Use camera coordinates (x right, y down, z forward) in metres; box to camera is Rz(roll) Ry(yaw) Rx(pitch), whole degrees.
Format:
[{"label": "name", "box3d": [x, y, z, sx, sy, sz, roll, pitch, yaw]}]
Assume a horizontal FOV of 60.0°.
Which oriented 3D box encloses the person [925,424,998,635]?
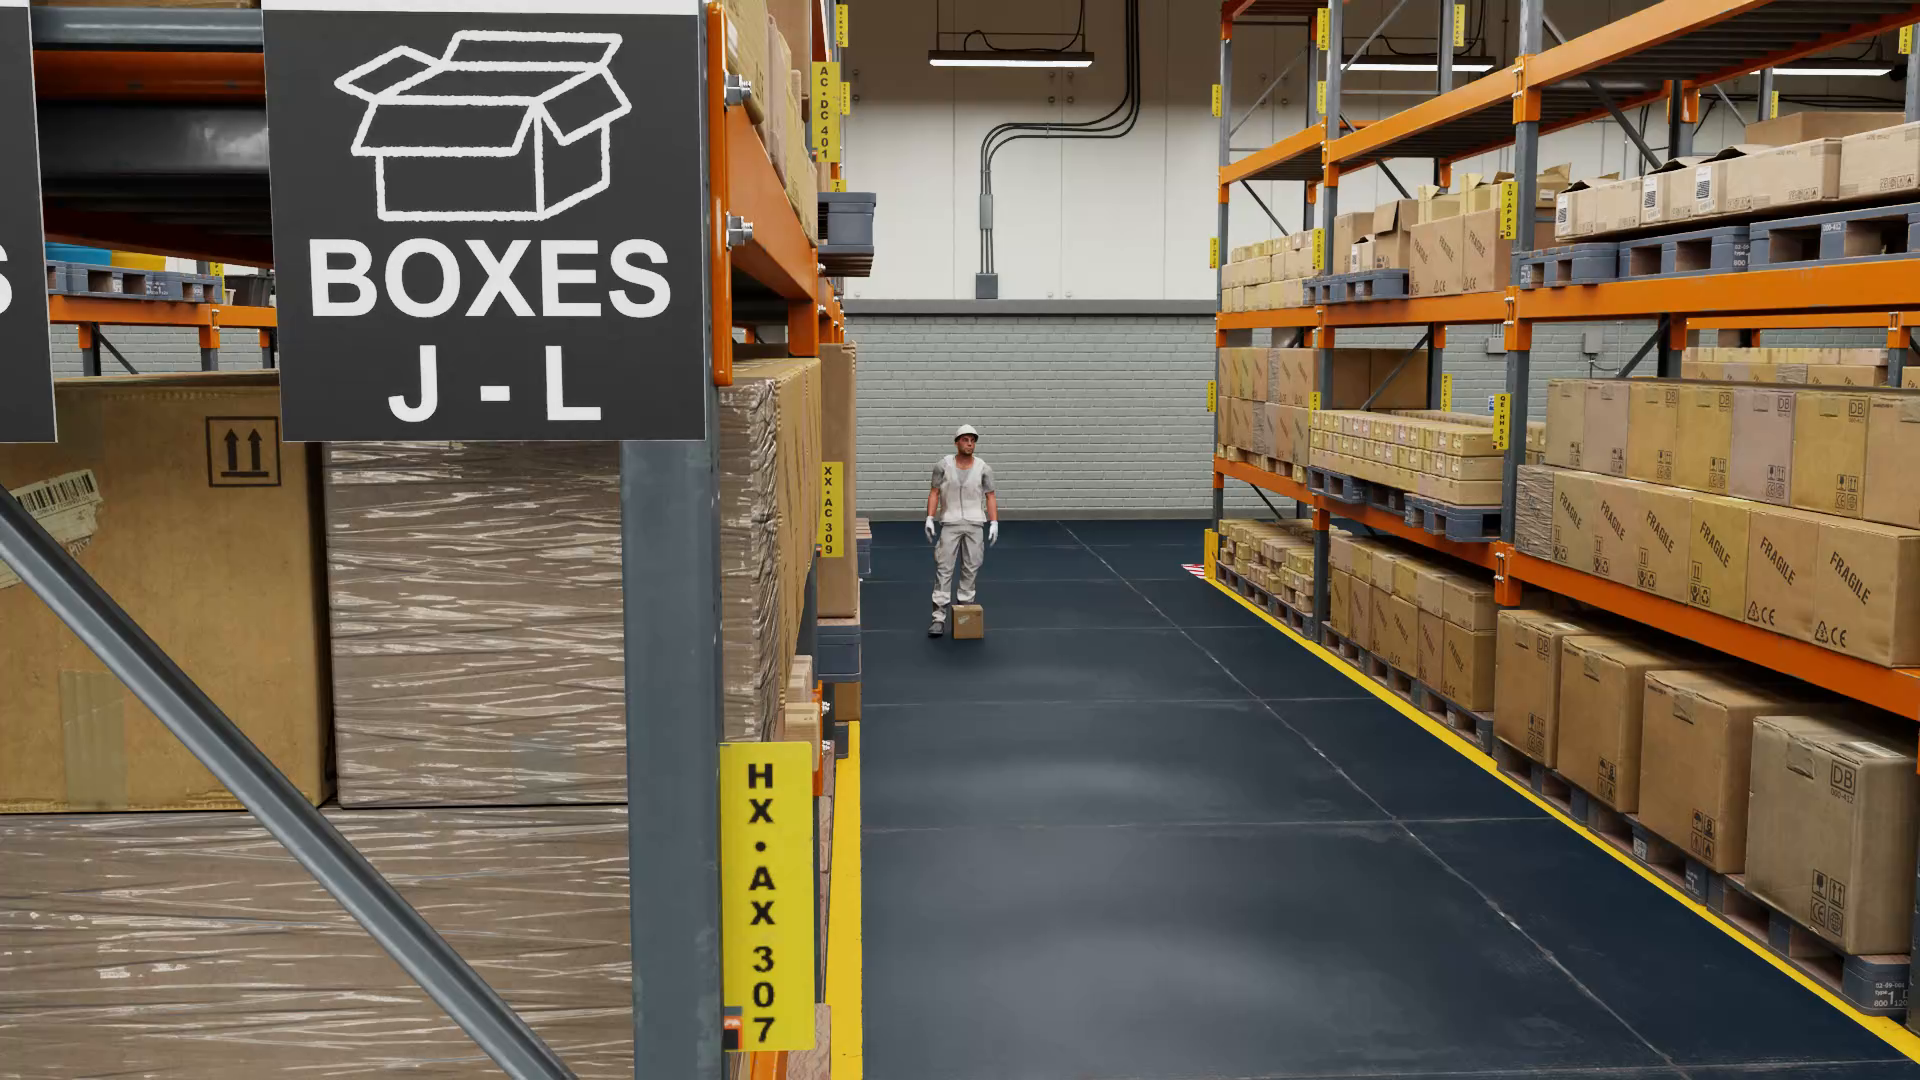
[{"label": "person", "box3d": [0.016, -0.094, 14.351, 0.638, 1.790, 0.561, 0, 7, -4]}]
